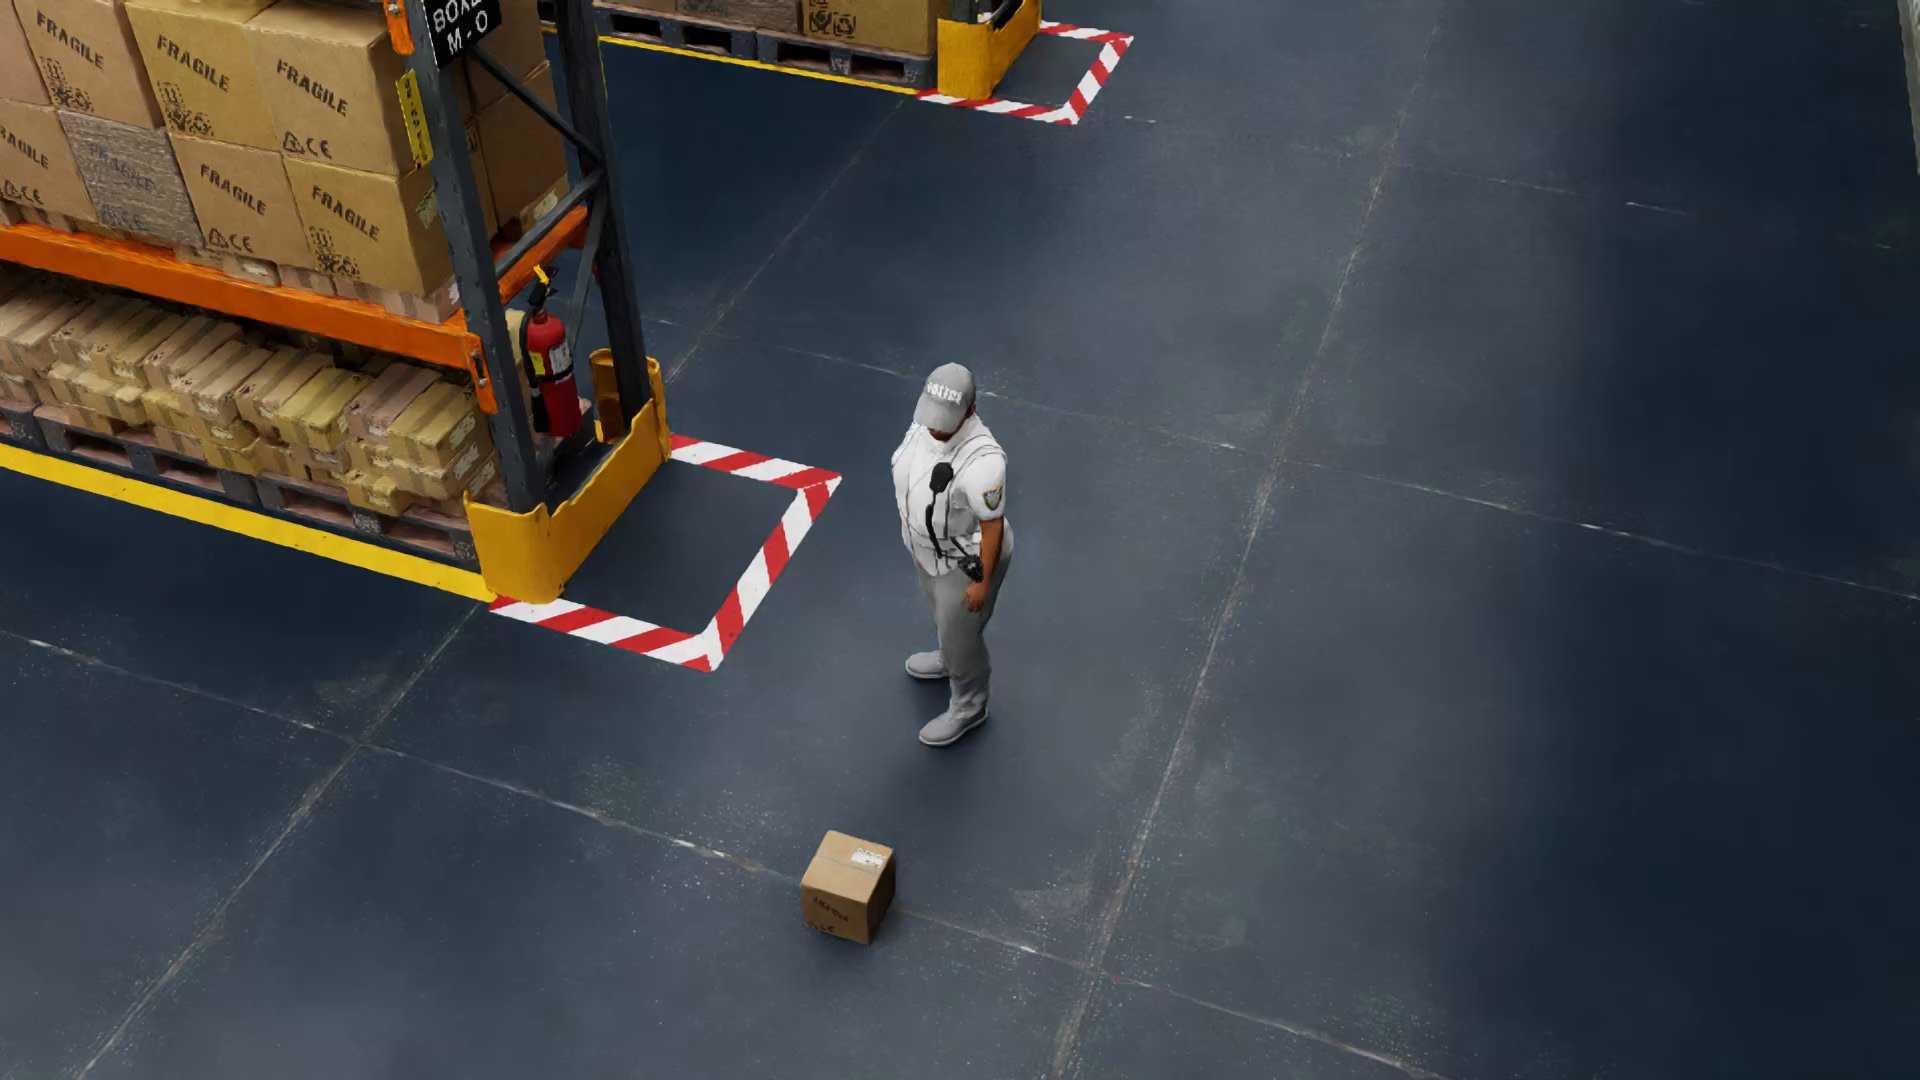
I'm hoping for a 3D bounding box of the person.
[{"bbox_3d":[-0.038,0.025,6.114,0.409,1.670,0.526,-19,45,-20],"label":"person"}]
